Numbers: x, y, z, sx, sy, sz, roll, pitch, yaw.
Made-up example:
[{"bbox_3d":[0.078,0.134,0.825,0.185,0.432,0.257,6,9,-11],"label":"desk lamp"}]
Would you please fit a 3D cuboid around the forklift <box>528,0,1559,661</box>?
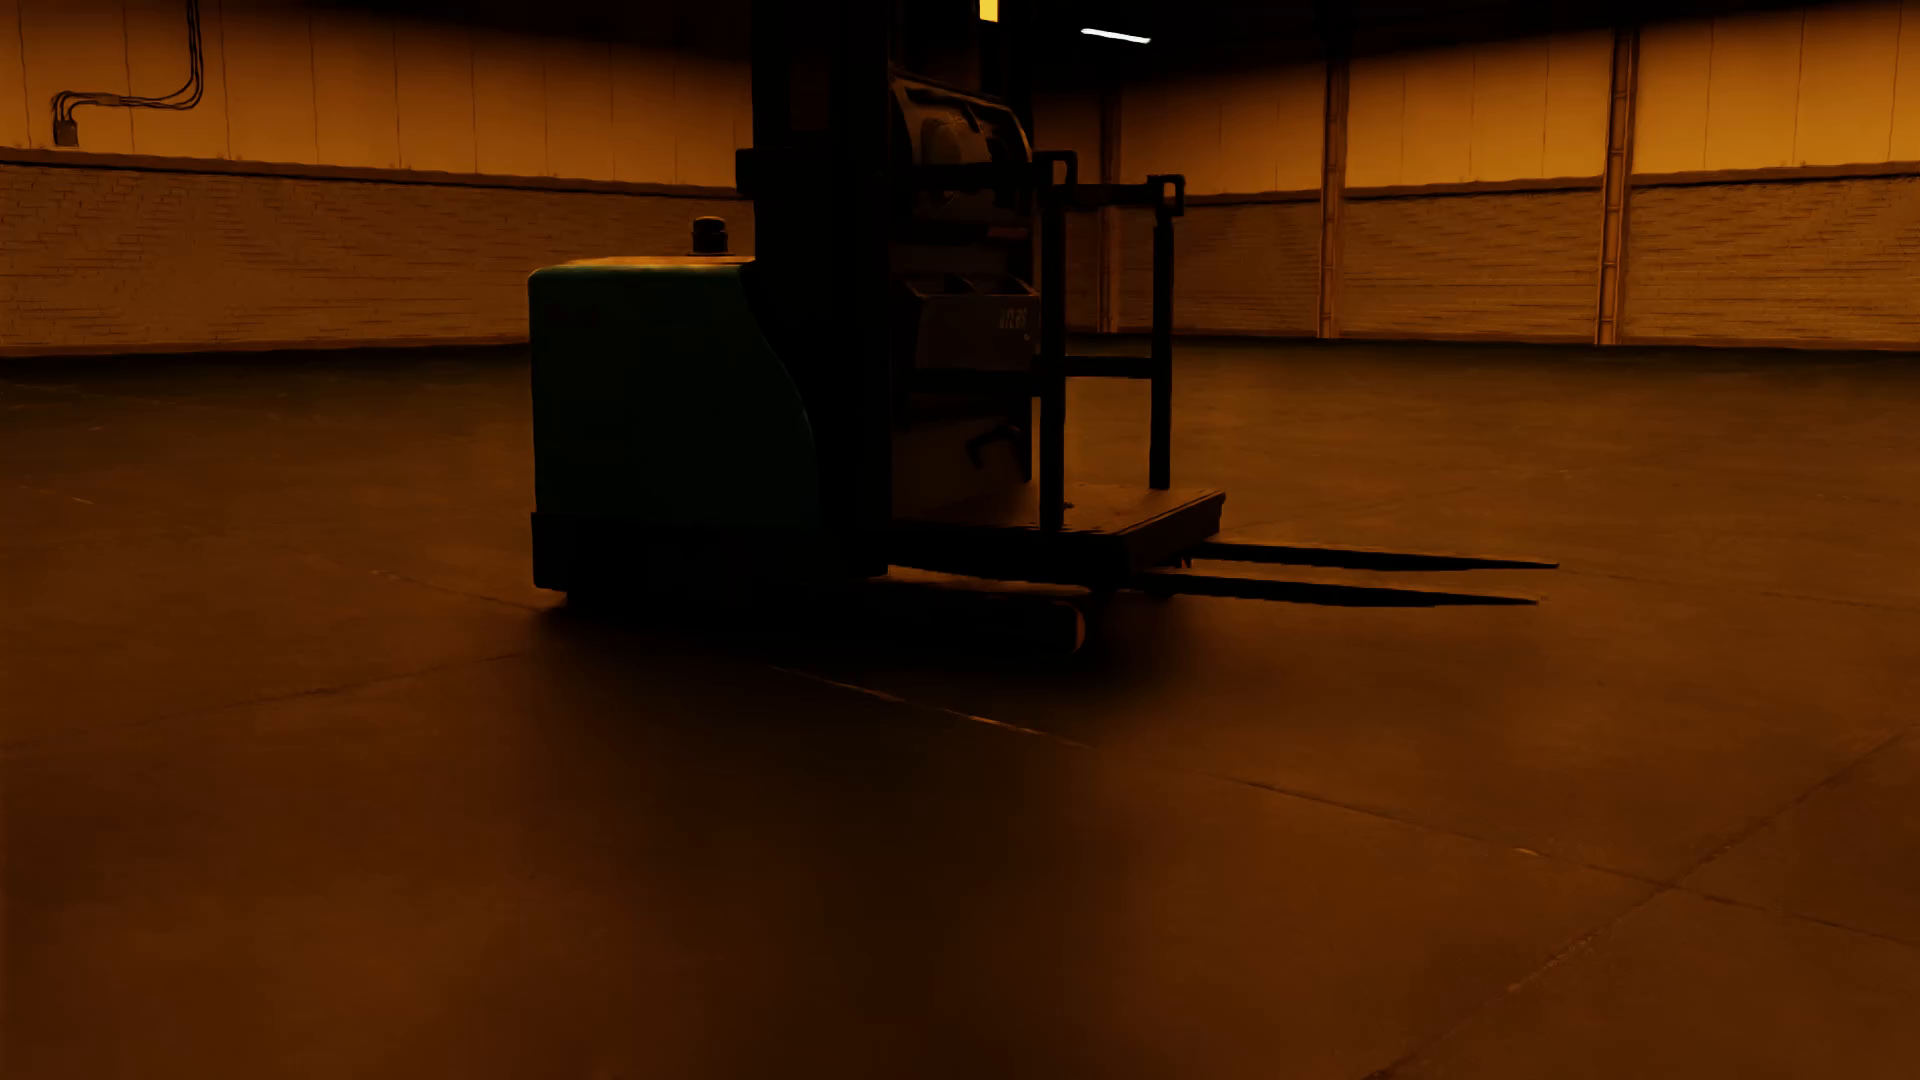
[{"bbox_3d":[0.208,-1.210,4.912,3.031,2.935,1.130,4,9,24],"label":"forklift"}]
